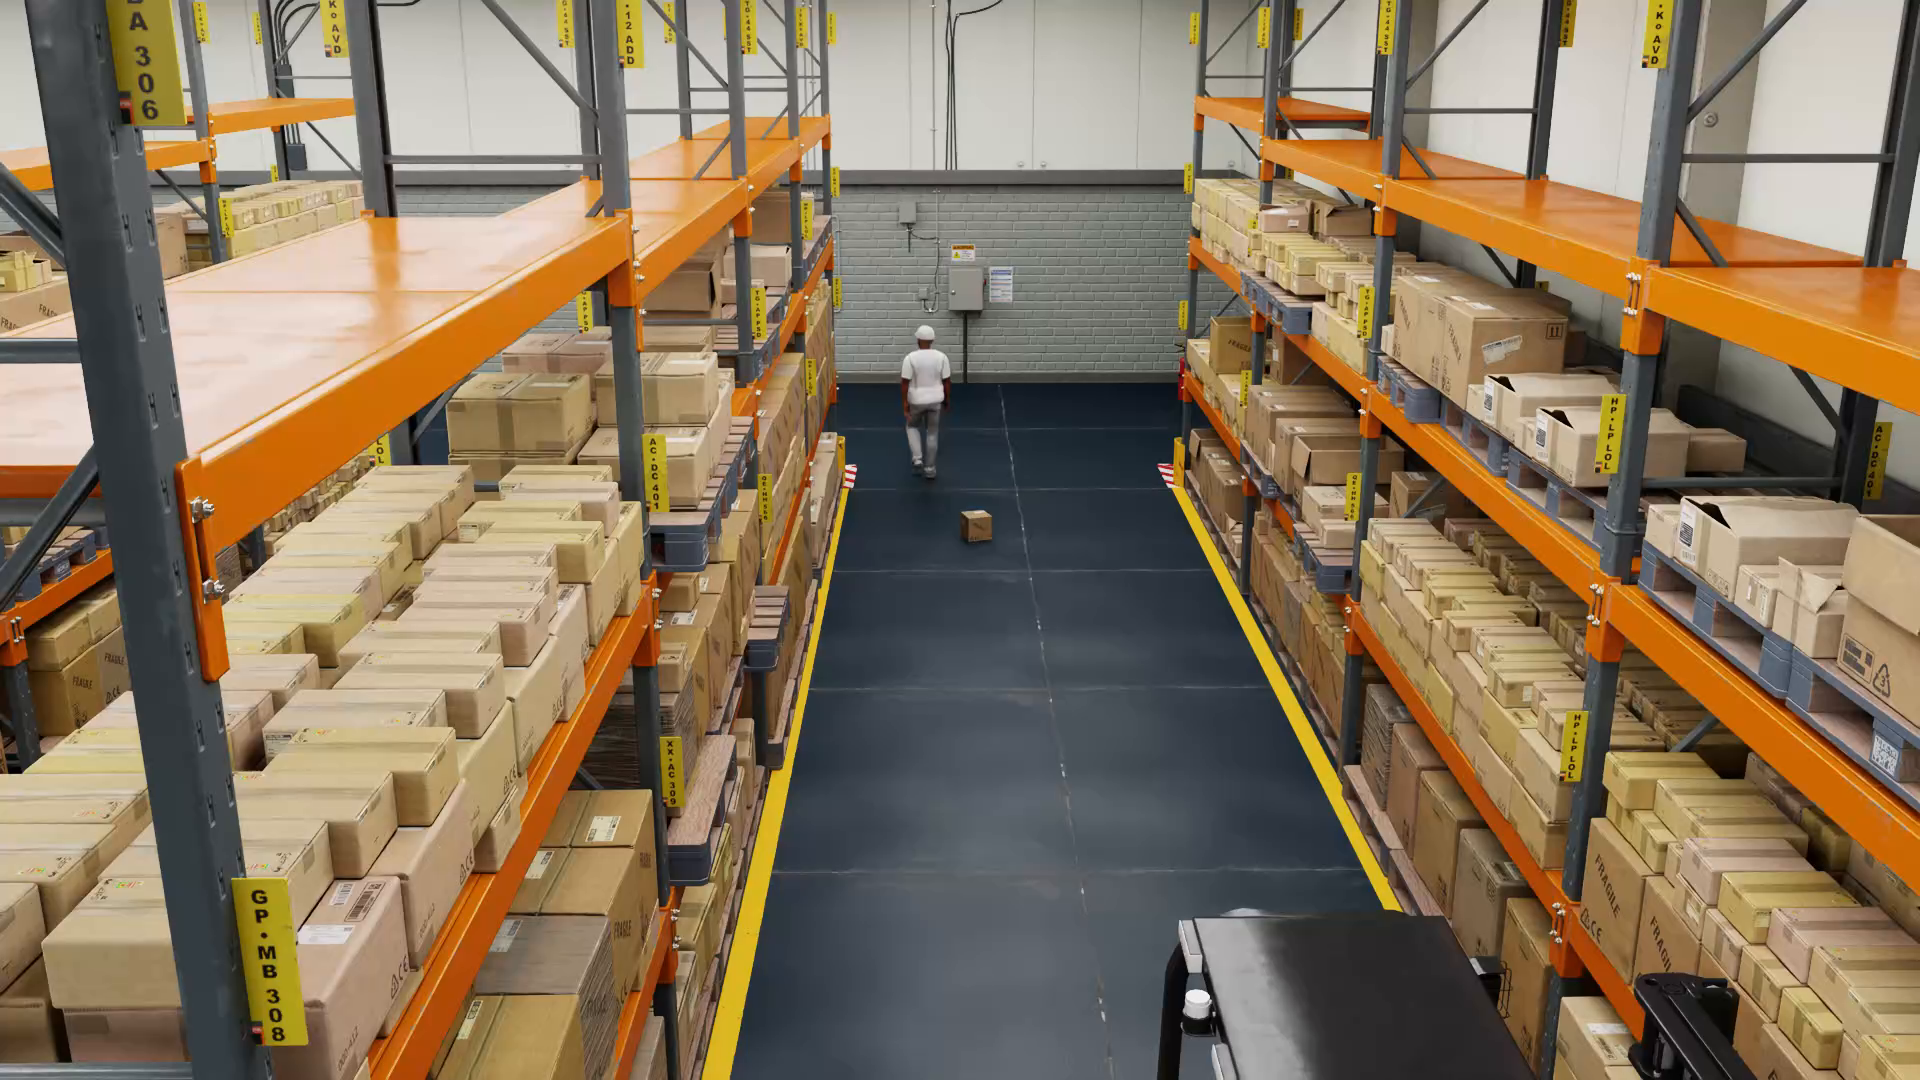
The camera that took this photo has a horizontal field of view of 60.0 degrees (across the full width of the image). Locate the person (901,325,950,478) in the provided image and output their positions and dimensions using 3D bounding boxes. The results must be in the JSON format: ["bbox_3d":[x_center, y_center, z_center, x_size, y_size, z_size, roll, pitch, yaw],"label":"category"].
[{"bbox_3d":[-0.401,-1.595,19.181,0.580,1.786,0.454,-2,17,-7],"label":"person"}]
